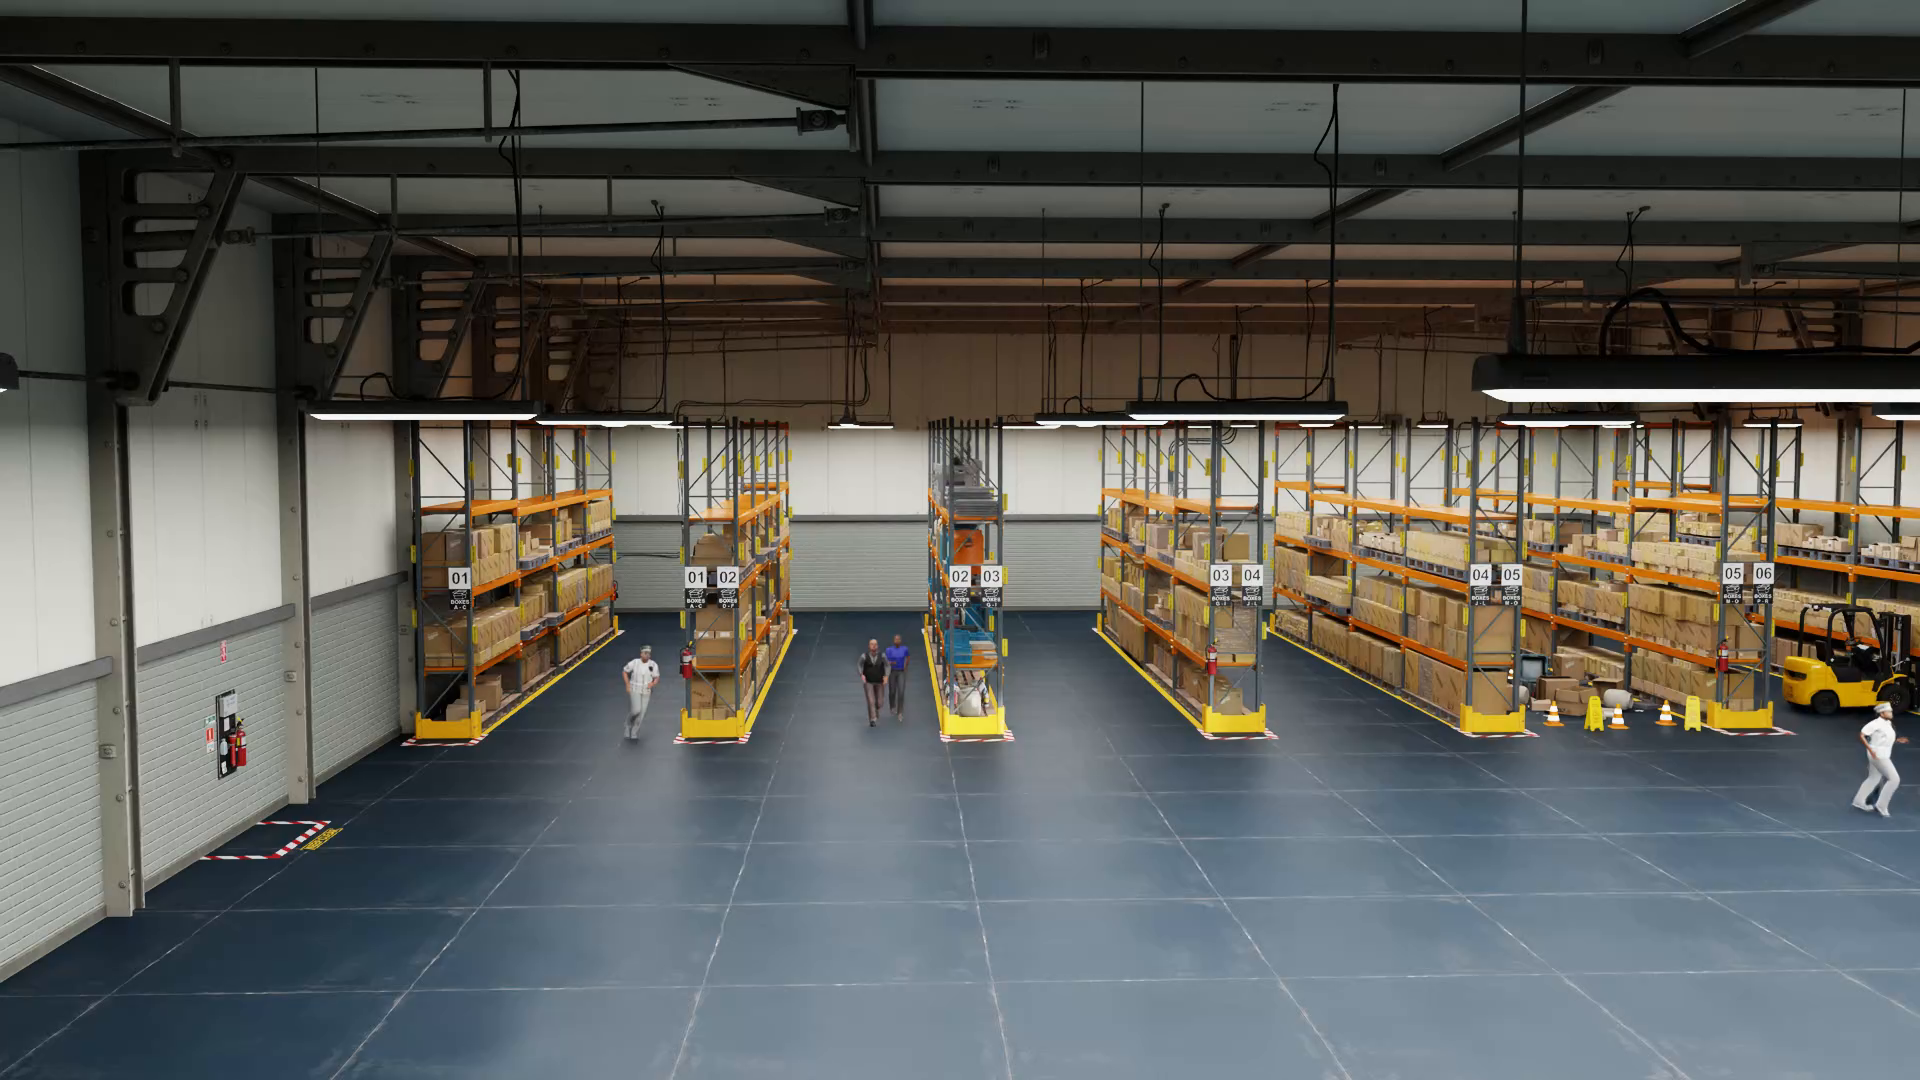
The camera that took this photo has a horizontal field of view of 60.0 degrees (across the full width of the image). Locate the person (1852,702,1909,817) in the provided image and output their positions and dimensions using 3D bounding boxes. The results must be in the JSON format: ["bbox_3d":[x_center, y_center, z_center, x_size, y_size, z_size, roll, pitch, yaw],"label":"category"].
[{"bbox_3d":[13.767,3.274,24.853,0.713,1.751,0.545,3,5,38],"label":"person"}]

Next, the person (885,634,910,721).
[{"bbox_3d":[-1.259,2.723,33.179,0.577,1.664,0.803,0,4,-7],"label":"person"}]

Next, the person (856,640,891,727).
[{"bbox_3d":[-1.682,2.771,32.341,0.688,1.681,0.636,-1,4,-8],"label":"person"}]

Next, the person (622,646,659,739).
[{"bbox_3d":[-5.940,2.836,31.009,0.691,1.738,0.597,-2,4,-25],"label":"person"}]
